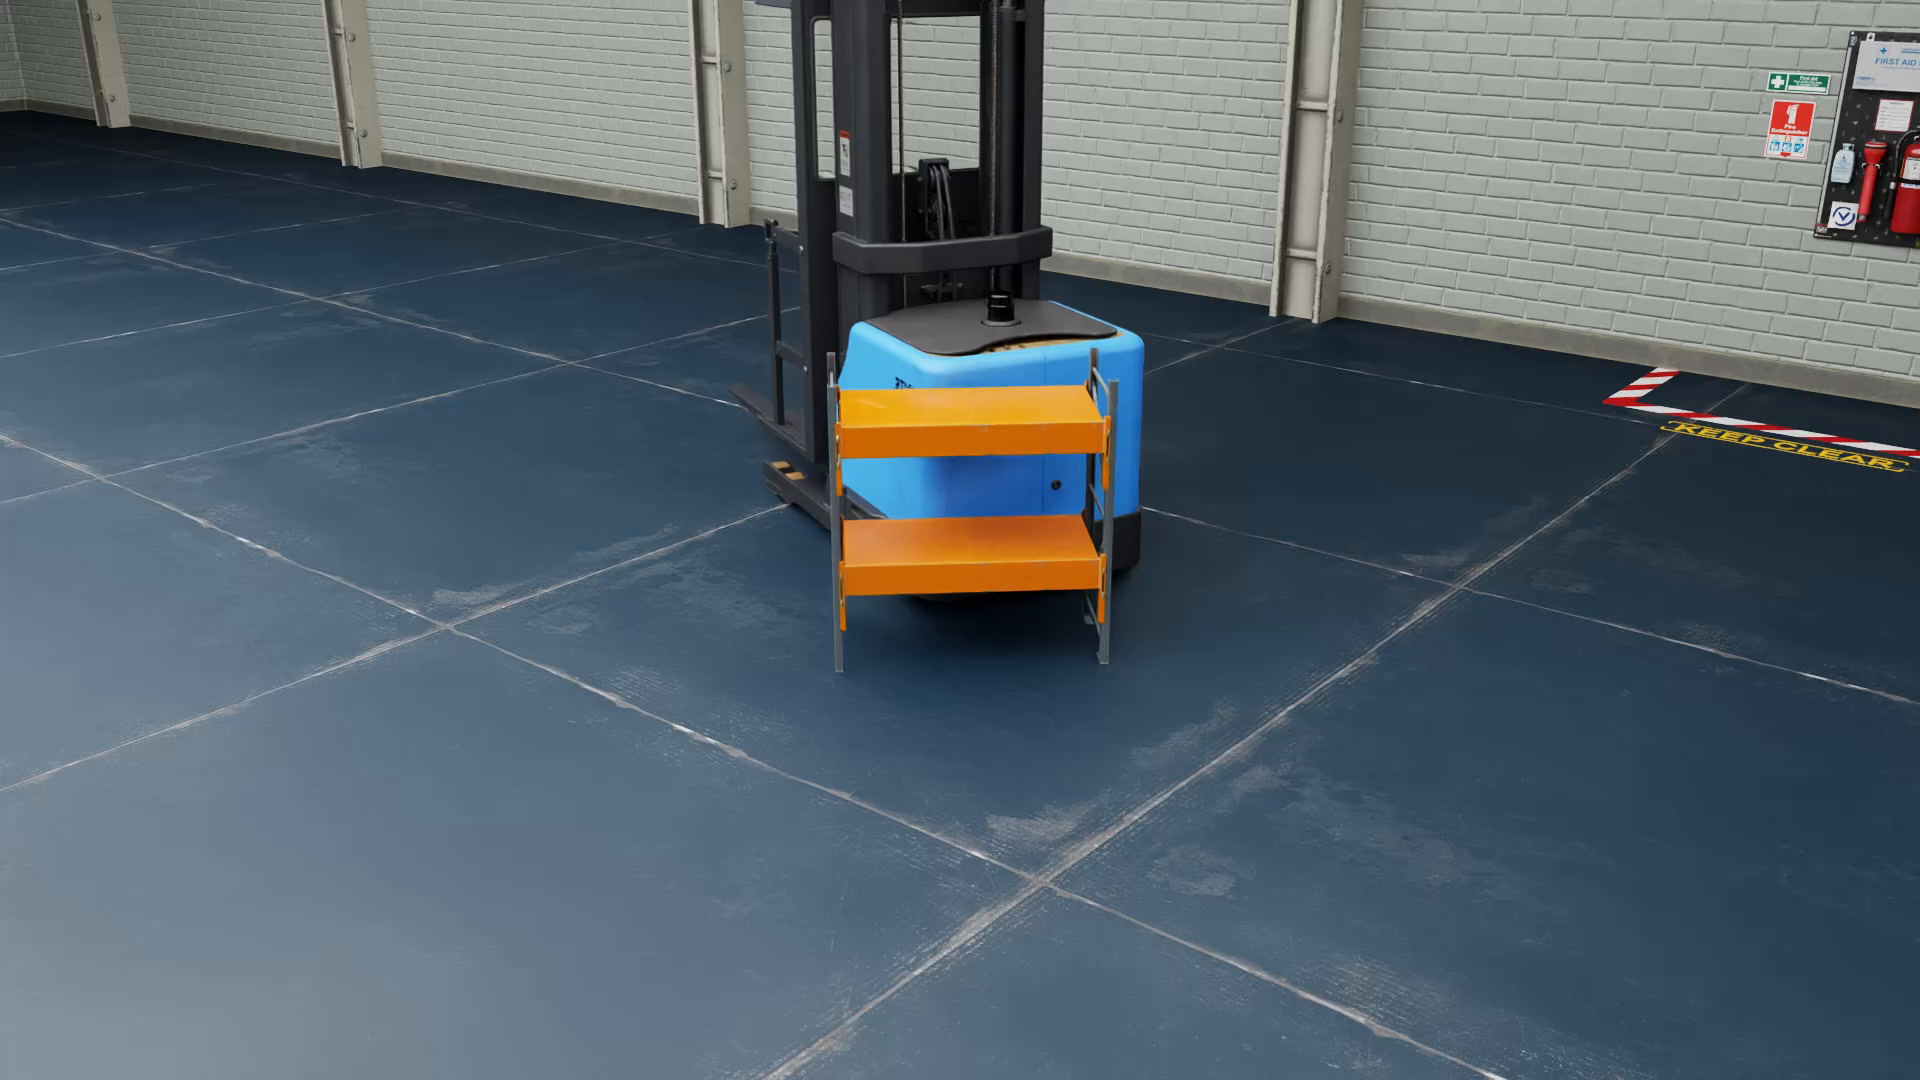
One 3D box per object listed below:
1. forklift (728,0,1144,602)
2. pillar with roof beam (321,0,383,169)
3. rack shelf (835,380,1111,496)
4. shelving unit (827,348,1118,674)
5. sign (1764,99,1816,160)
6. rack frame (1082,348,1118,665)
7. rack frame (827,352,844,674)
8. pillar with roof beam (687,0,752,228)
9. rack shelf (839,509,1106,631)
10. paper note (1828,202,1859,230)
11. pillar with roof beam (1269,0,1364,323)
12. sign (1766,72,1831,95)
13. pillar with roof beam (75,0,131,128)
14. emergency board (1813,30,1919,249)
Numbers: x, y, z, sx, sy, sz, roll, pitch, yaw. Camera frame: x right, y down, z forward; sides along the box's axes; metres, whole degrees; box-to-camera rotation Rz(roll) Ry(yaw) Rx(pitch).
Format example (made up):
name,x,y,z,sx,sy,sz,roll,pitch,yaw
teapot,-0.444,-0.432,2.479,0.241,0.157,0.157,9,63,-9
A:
name,x,y,z,sx,sy,sz,roll,pitch,yaw
forklift,-0.326,-1.599,7.754,1.130,2.935,3.031,-10,23,-25
pillar with roof beam,-9.550,-7.322,14.331,0.400,9.000,9.100,16,26,36
rack shelf,0.030,-0.394,6.288,1.000,0.278,0.538,-2,21,-4
shelving unit,0.030,-0.120,6.392,1.048,1.125,0.538,-2,21,-4
sign,4.863,-2.406,9.746,0.234,0.329,0.001,16,26,36
rack frame,0.537,-0.133,6.427,0.032,1.125,0.500,-2,21,-4
rack frame,-0.476,-0.106,6.356,0.032,1.125,0.500,-2,21,-4
pillar with roof beam,-4.902,-5.983,10.781,0.400,9.000,9.100,16,26,36
rack shelf,0.030,0.109,6.478,1.000,0.278,0.538,-2,21,-4
paper note,5.133,-1.884,9.661,0.142,0.148,0.016,16,26,36
pillar with roof beam,-0.254,-4.645,7.232,0.400,9.000,9.100,16,26,36
sign,4.861,-2.650,9.644,0.331,0.109,0.001,16,26,36
pillar with roof beam,-14.199,-8.661,17.881,0.400,9.000,9.100,16,26,36
emergency board,5.226,-2.238,9.351,0.643,1.169,0.194,16,26,36
